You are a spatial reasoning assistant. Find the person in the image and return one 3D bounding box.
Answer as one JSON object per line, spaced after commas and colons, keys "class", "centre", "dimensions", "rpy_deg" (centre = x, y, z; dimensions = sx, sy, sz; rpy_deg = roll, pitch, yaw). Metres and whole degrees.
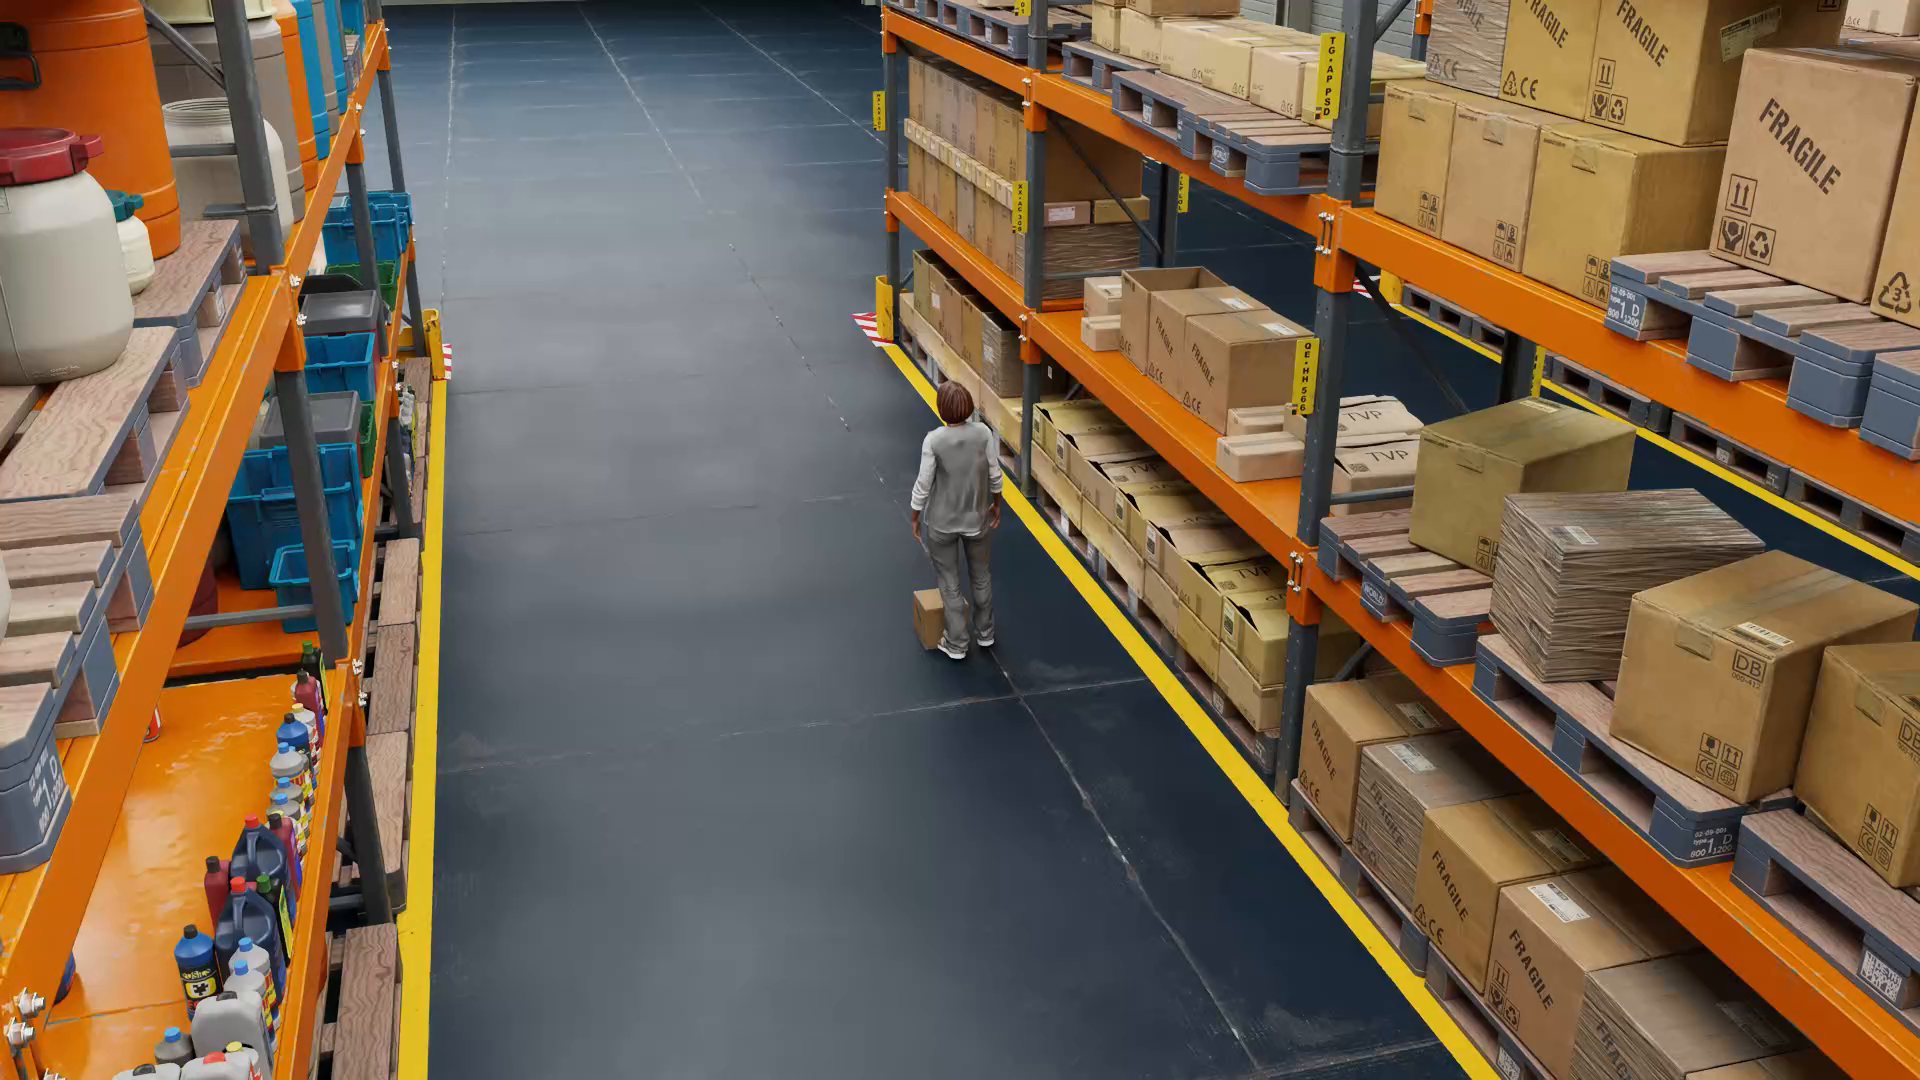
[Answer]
{"class": "person", "centre": [-0.024, -0.113, 8.876], "dimensions": [0.521, 1.577, 0.474], "rpy_deg": [-6, 24, -14]}
